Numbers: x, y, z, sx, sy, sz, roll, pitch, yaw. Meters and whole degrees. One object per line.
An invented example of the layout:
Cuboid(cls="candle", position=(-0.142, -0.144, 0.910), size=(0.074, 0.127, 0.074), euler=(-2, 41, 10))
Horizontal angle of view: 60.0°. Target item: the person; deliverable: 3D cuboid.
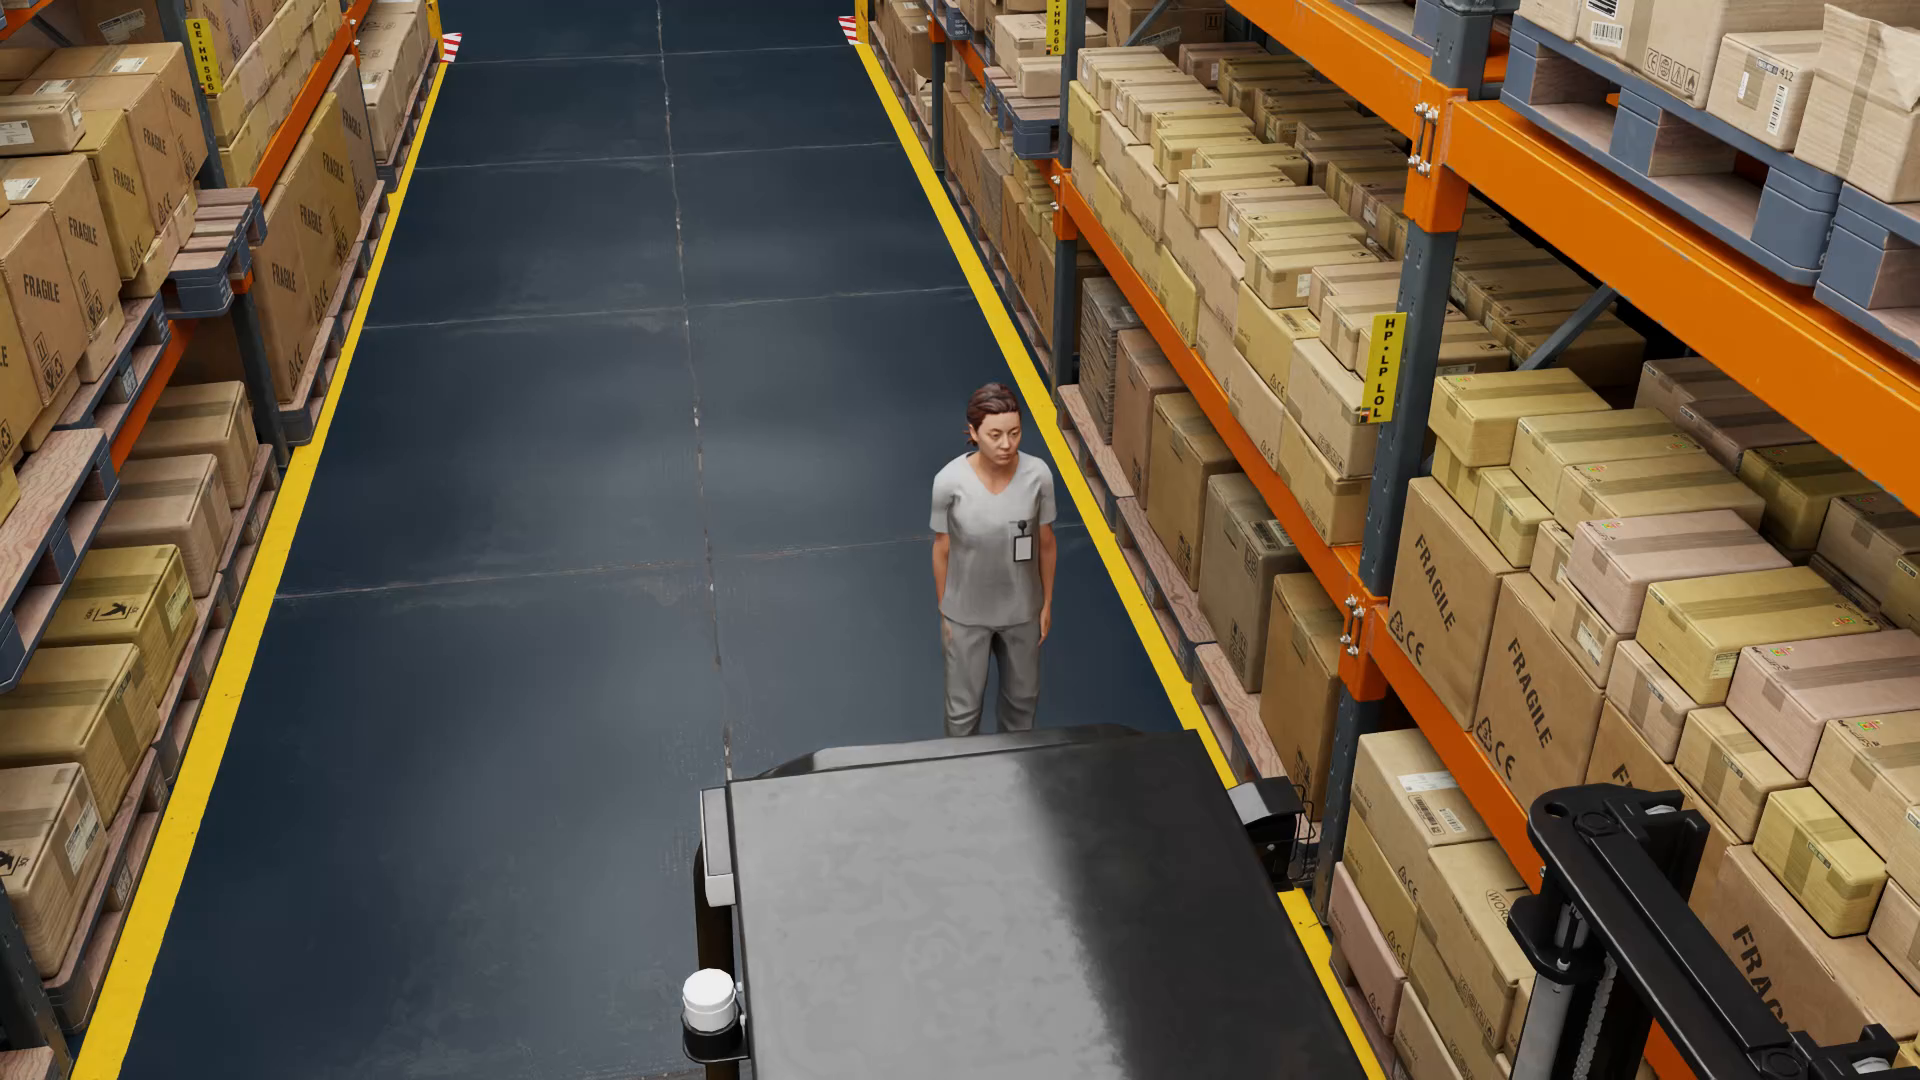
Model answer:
Cuboid(cls="person", position=(0.118, 0.251, 5.743), size=(0.436, 1.690, 0.363), euler=(-5, 31, -8))
